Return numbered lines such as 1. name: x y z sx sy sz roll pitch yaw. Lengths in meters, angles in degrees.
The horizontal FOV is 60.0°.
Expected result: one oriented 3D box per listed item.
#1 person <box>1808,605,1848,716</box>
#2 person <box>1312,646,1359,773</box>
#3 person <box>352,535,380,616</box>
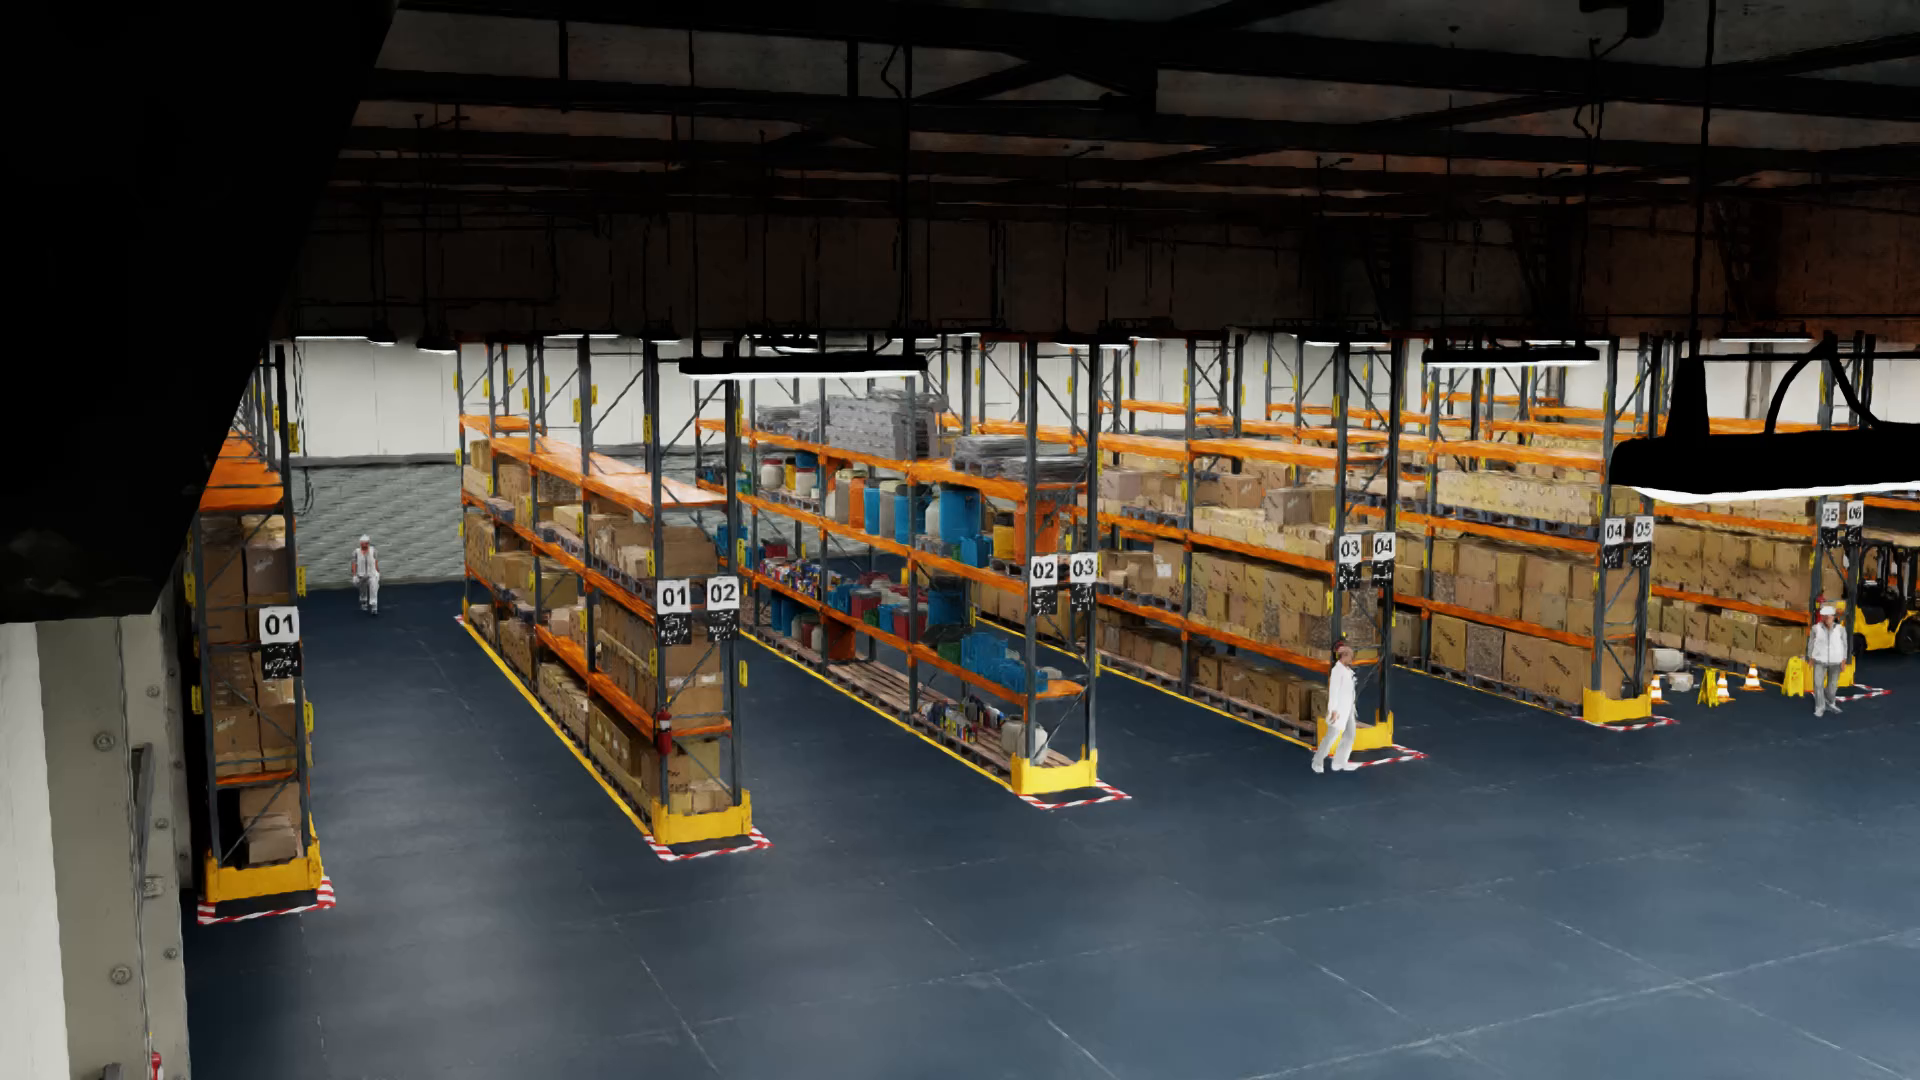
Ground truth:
1. person: 13.810 1.902 26.491 0.560 1.765 0.589 3 8 23
2. person: 5.233 2.345 23.145 0.566 1.733 0.745 5 9 31
3. person: -12.574 0.729 35.204 0.553 1.709 1.120 -3 8 -22
